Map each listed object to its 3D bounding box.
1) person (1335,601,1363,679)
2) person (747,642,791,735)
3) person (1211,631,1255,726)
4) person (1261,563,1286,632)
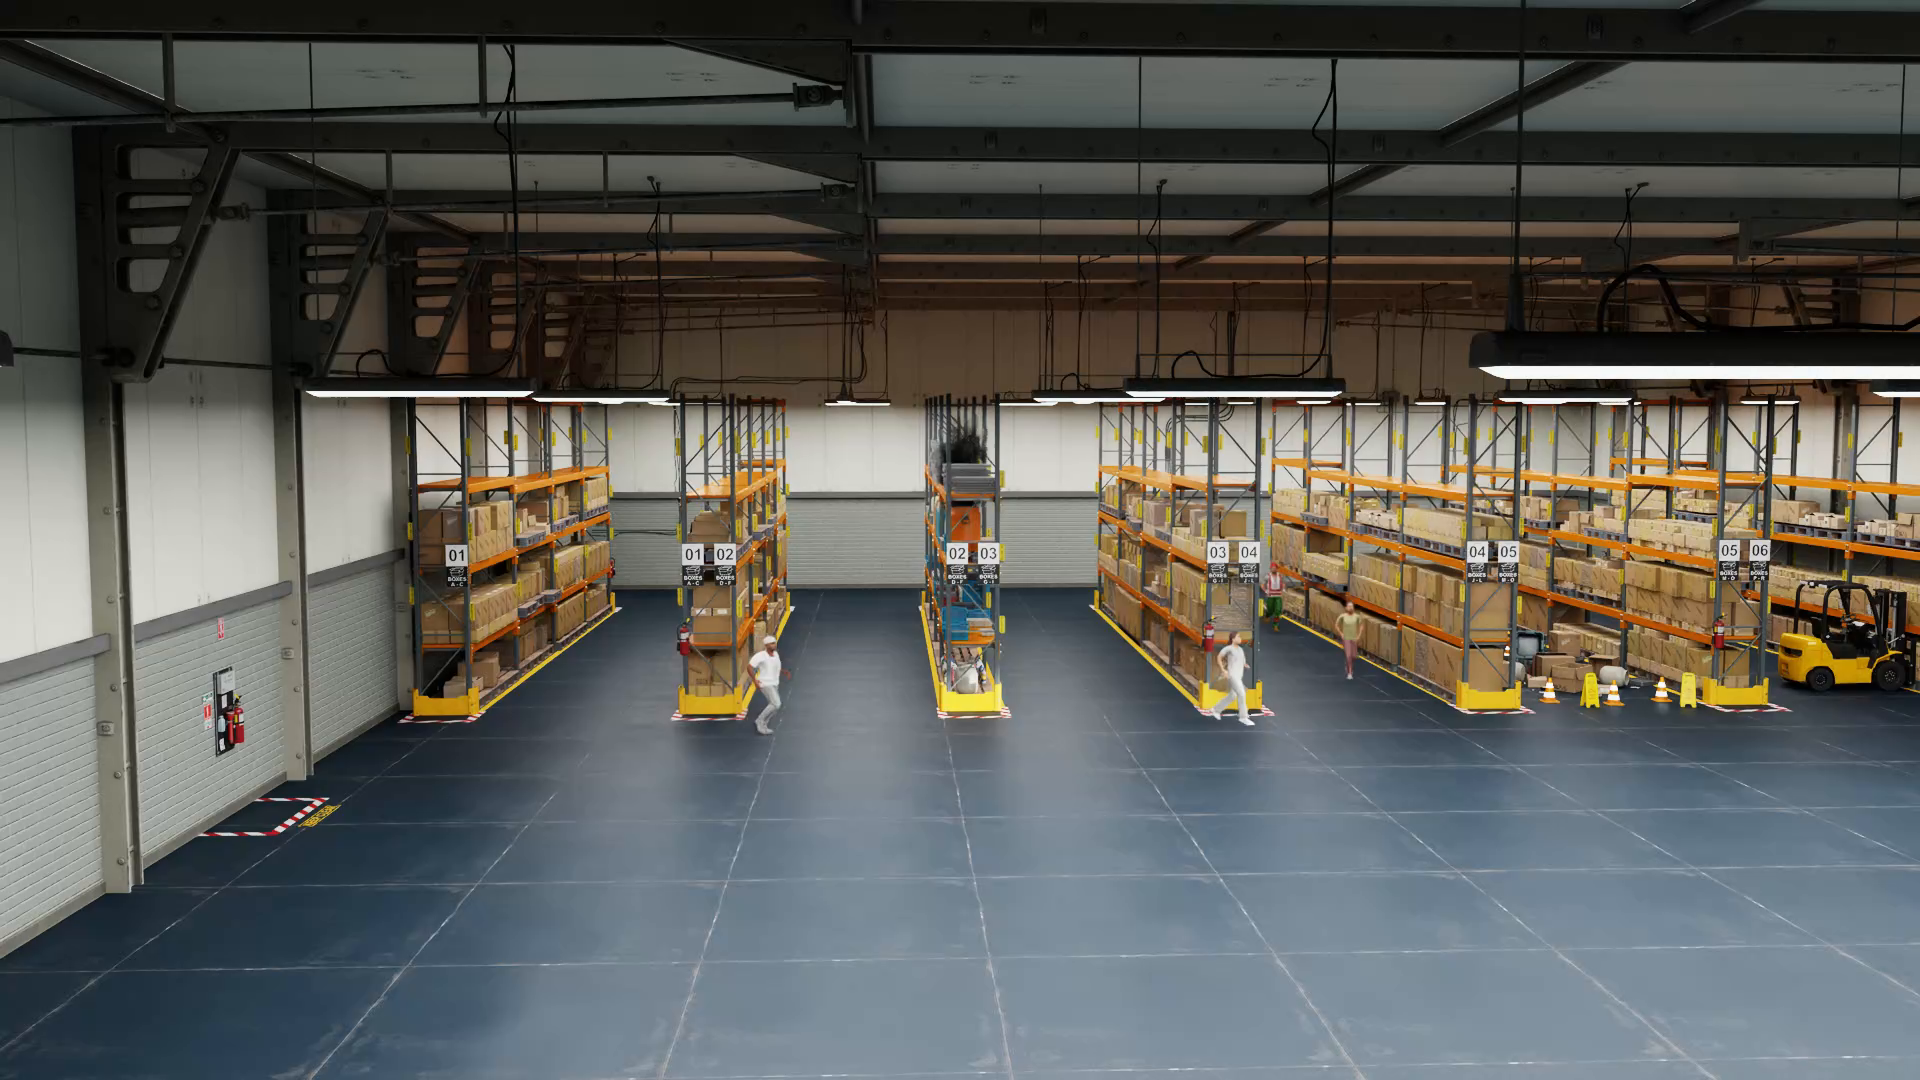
[{"bbox_3d":[8.287,2.113,35.432,0.598,1.640,0.702,0,5,0],"label":"person"},{"bbox_3d":[-3.310,2.566,29.200,0.611,1.685,0.704,2,5,26],"label":"person"},{"bbox_3d":[5.030,2.492,30.289,0.907,1.656,0.564,4,6,38],"label":"person"},{"bbox_3d":[8.118,1.463,42.946,0.669,1.748,0.848,0,5,-6],"label":"person"}]
